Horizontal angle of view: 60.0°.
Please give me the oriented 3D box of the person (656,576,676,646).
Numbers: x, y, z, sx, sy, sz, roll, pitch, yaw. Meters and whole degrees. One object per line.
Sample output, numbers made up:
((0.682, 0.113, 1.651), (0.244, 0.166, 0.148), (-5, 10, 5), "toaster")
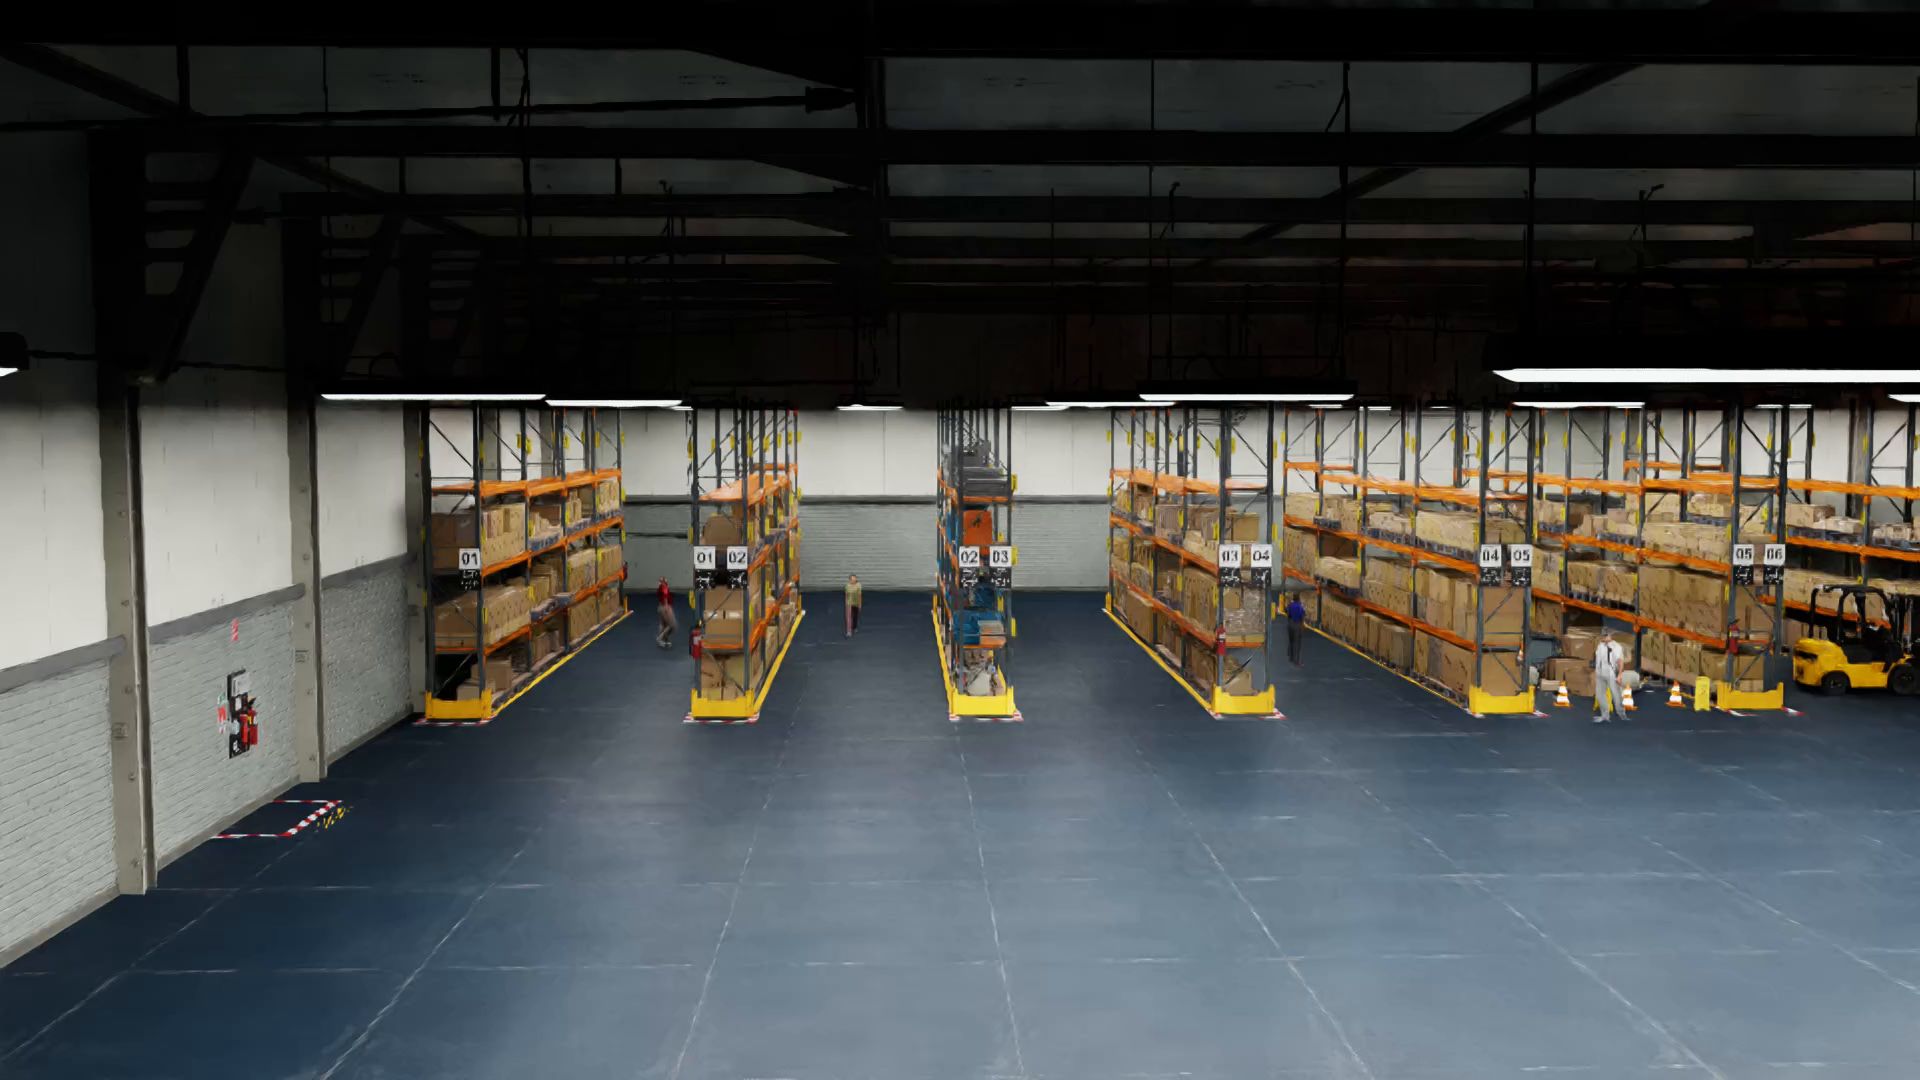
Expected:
((-7.191, 1.739, 40.437), (0.460, 1.724, 0.574), (-3, 5, -30), "person")

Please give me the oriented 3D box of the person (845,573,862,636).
((-2.718, 1.626, 42.494), (0.447, 1.589, 1.096), (0, 4, -4), "person")

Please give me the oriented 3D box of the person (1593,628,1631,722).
((12.043, 2.485, 30.737), (0.569, 1.748, 0.656), (-3, 5, -31), "person")

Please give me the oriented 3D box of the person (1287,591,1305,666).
((7.608, 1.983, 37.557), (0.426, 1.662, 0.498), (-3, 5, -30), "person")
